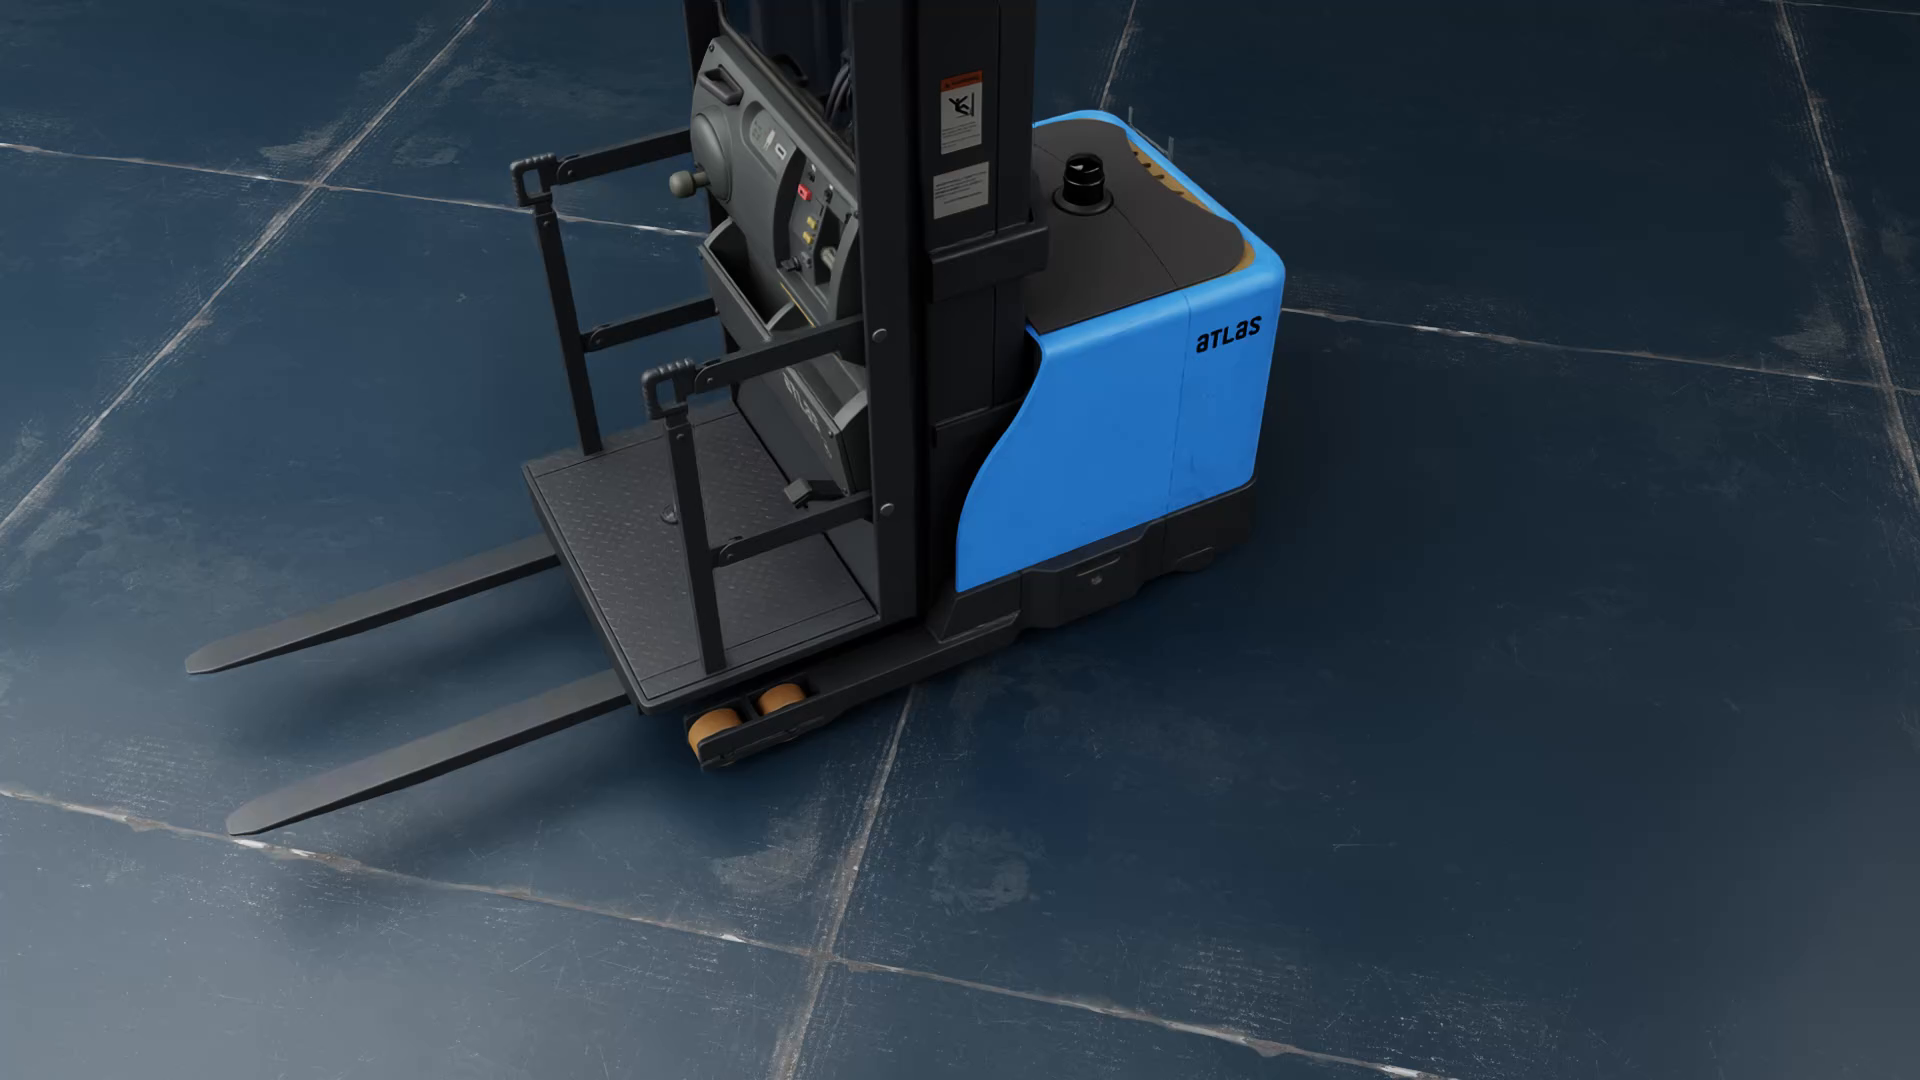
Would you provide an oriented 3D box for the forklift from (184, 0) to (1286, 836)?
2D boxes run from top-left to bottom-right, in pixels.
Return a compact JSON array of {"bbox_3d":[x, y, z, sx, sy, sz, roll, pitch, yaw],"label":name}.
[{"bbox_3d":[-0.645,-0.850,4.019,3.031,2.935,1.130,-20,47,-20],"label":"forklift"}]

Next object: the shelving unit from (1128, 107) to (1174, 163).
[{"bbox_3d":[0.528,-0.980,5.619,0.210,0.900,0.258,-23,48,-22],"label":"shelving unit"}]

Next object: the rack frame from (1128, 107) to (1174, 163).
[{"bbox_3d":[0.615,-1.016,5.657,0.006,0.900,0.240,-23,48,-22],"label":"rack frame"}]
